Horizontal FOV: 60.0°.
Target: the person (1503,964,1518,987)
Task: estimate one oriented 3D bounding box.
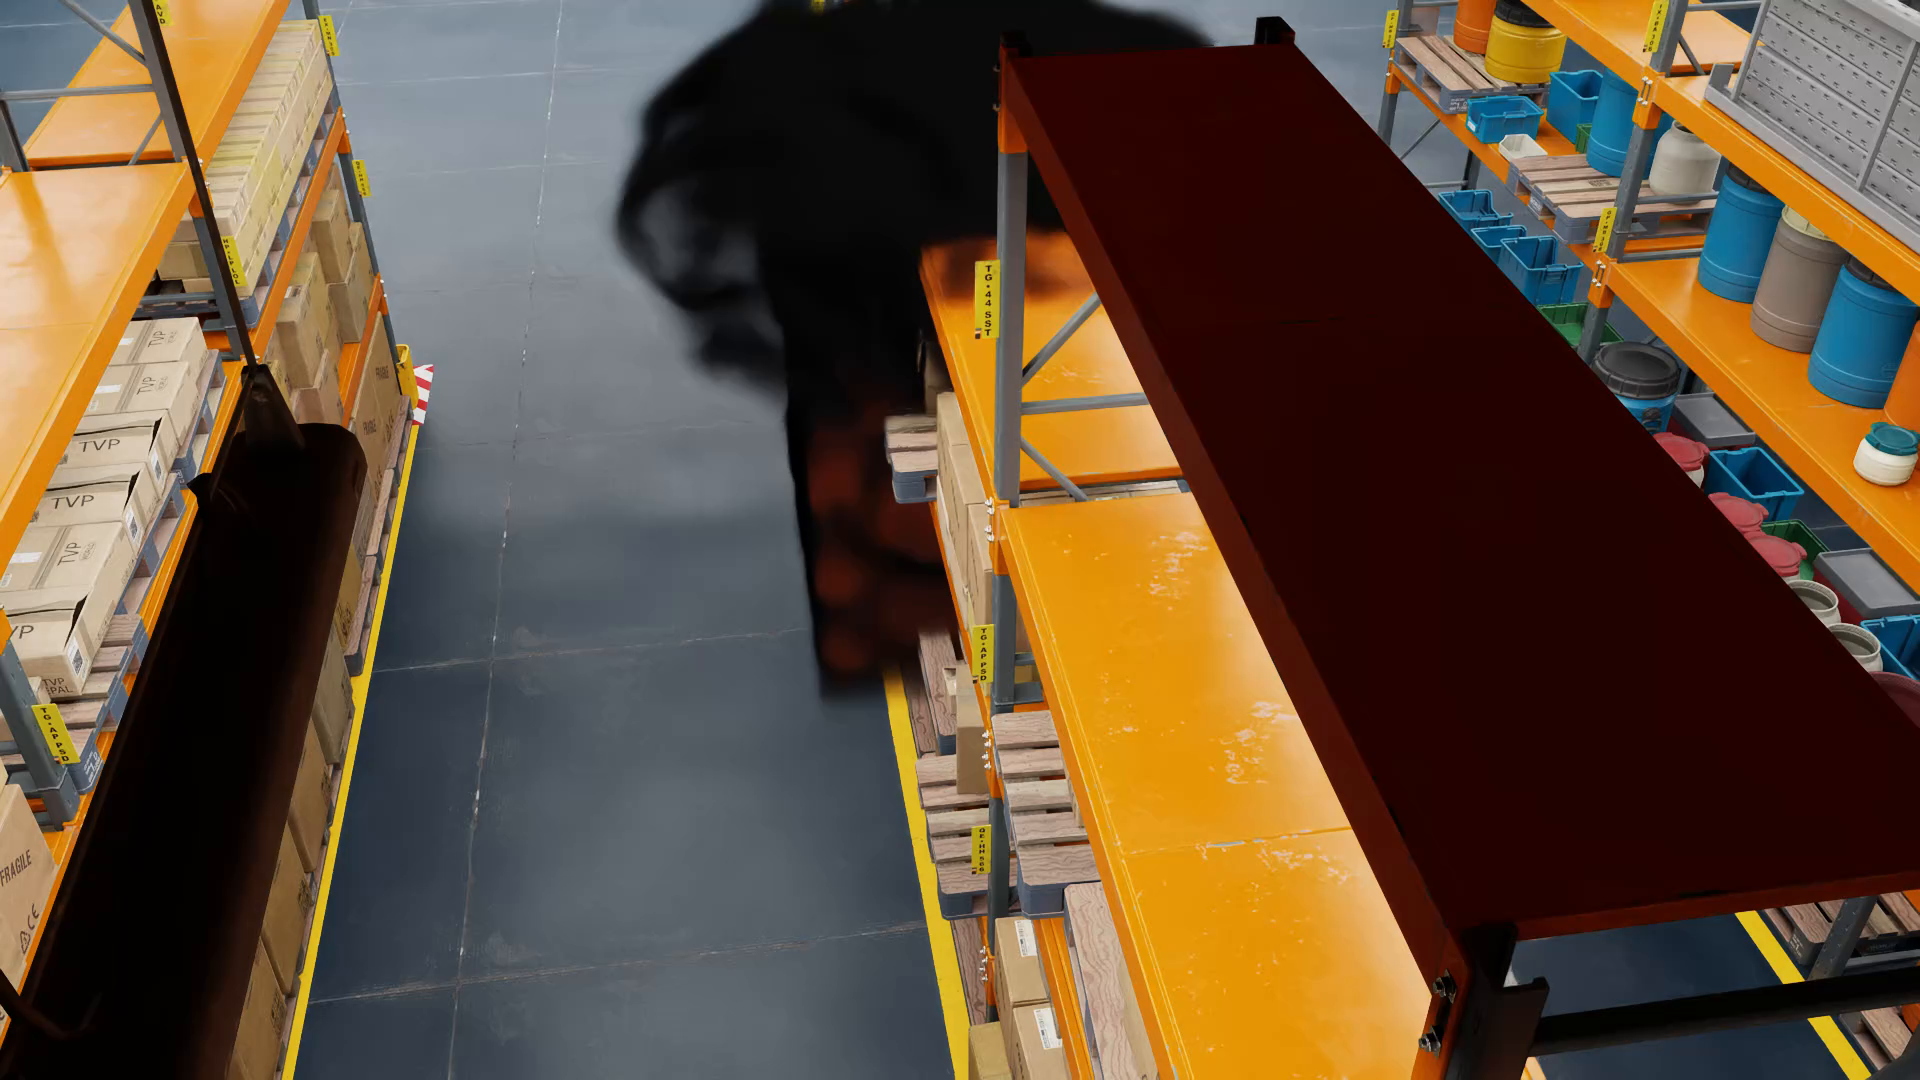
[{"bbox_3d":[2.818,2.013,8.777,0.711,1.758,0.738,-10,38,-14],"label":"person"}]

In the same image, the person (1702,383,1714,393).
[{"bbox_3d":[6.738,-1.785,14.490,0.587,1.630,0.615,-12,38,-16],"label":"person"}]
